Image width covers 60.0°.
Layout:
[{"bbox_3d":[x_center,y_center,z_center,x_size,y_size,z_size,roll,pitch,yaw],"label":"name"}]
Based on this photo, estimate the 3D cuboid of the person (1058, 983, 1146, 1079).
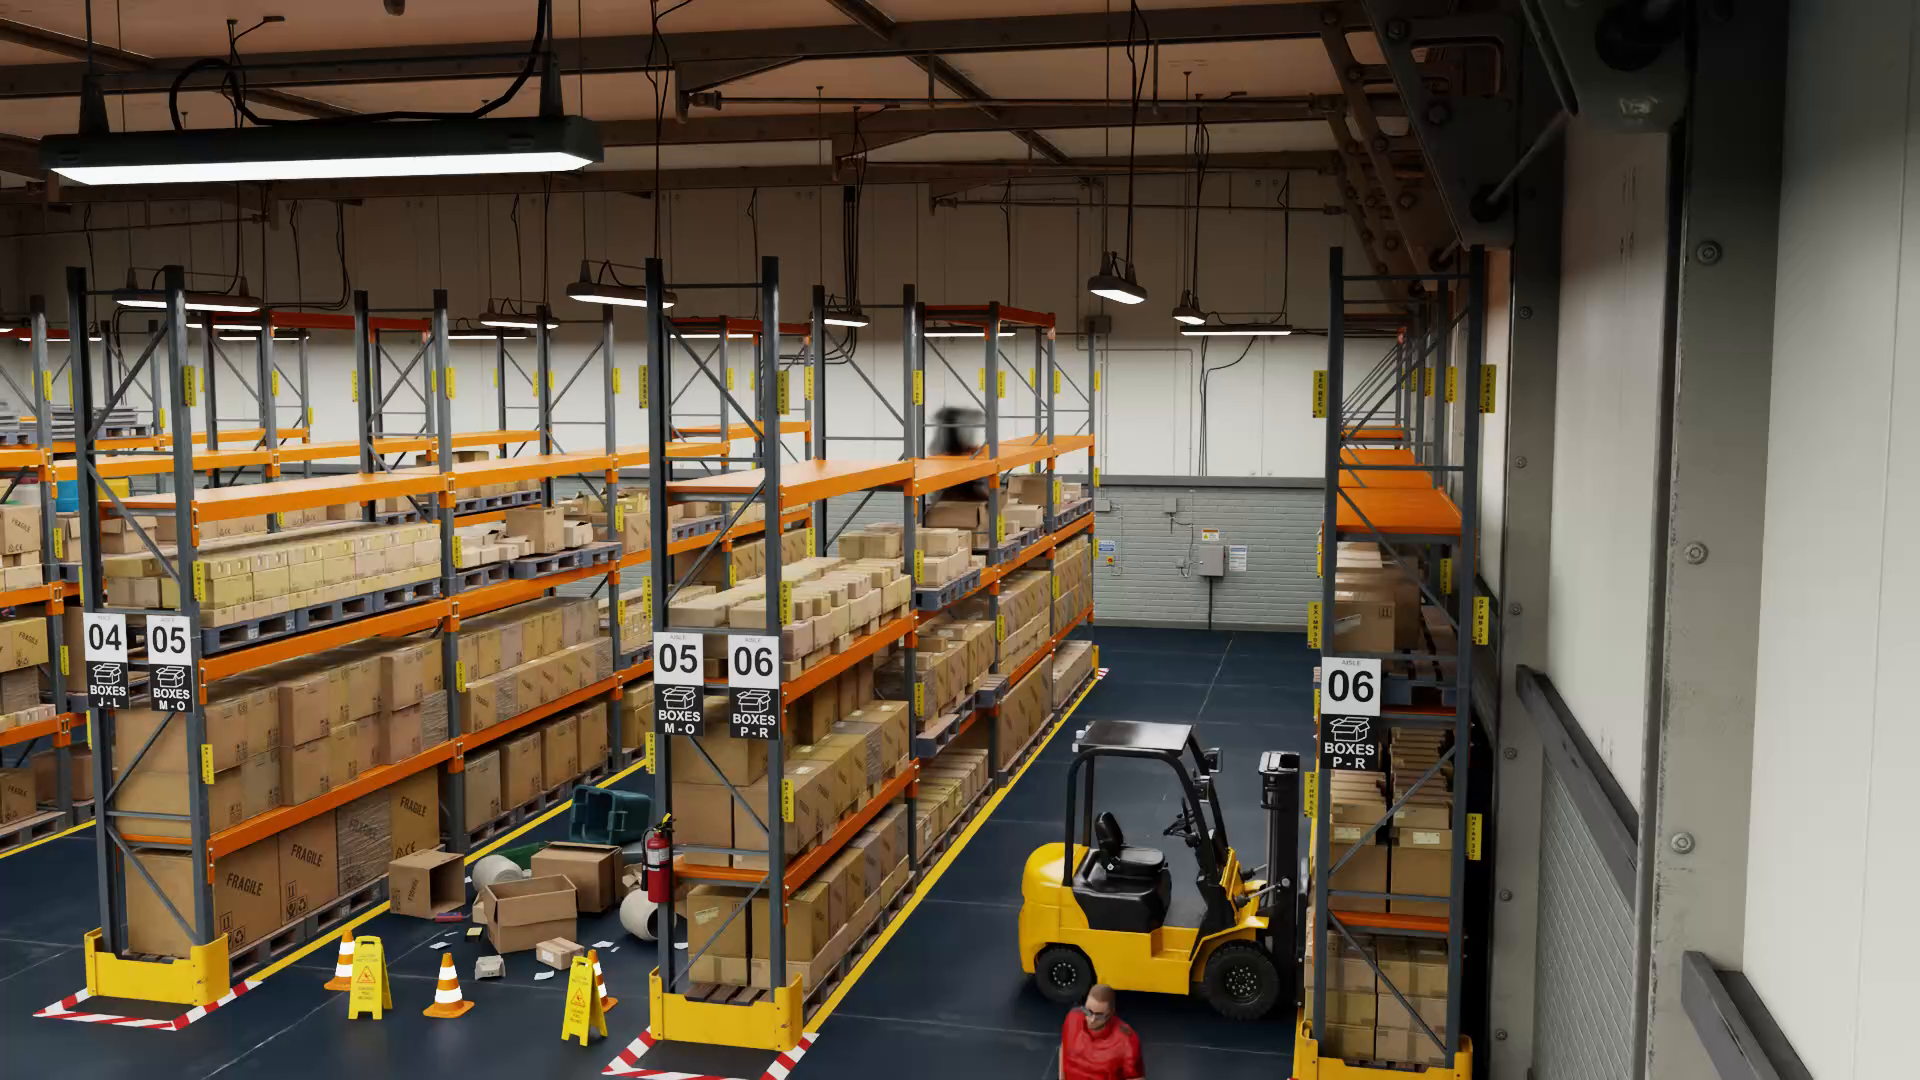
[{"bbox_3d":[0.821,3.345,9.871,0.832,1.650,0.644,4,7,35],"label":"person"}]
